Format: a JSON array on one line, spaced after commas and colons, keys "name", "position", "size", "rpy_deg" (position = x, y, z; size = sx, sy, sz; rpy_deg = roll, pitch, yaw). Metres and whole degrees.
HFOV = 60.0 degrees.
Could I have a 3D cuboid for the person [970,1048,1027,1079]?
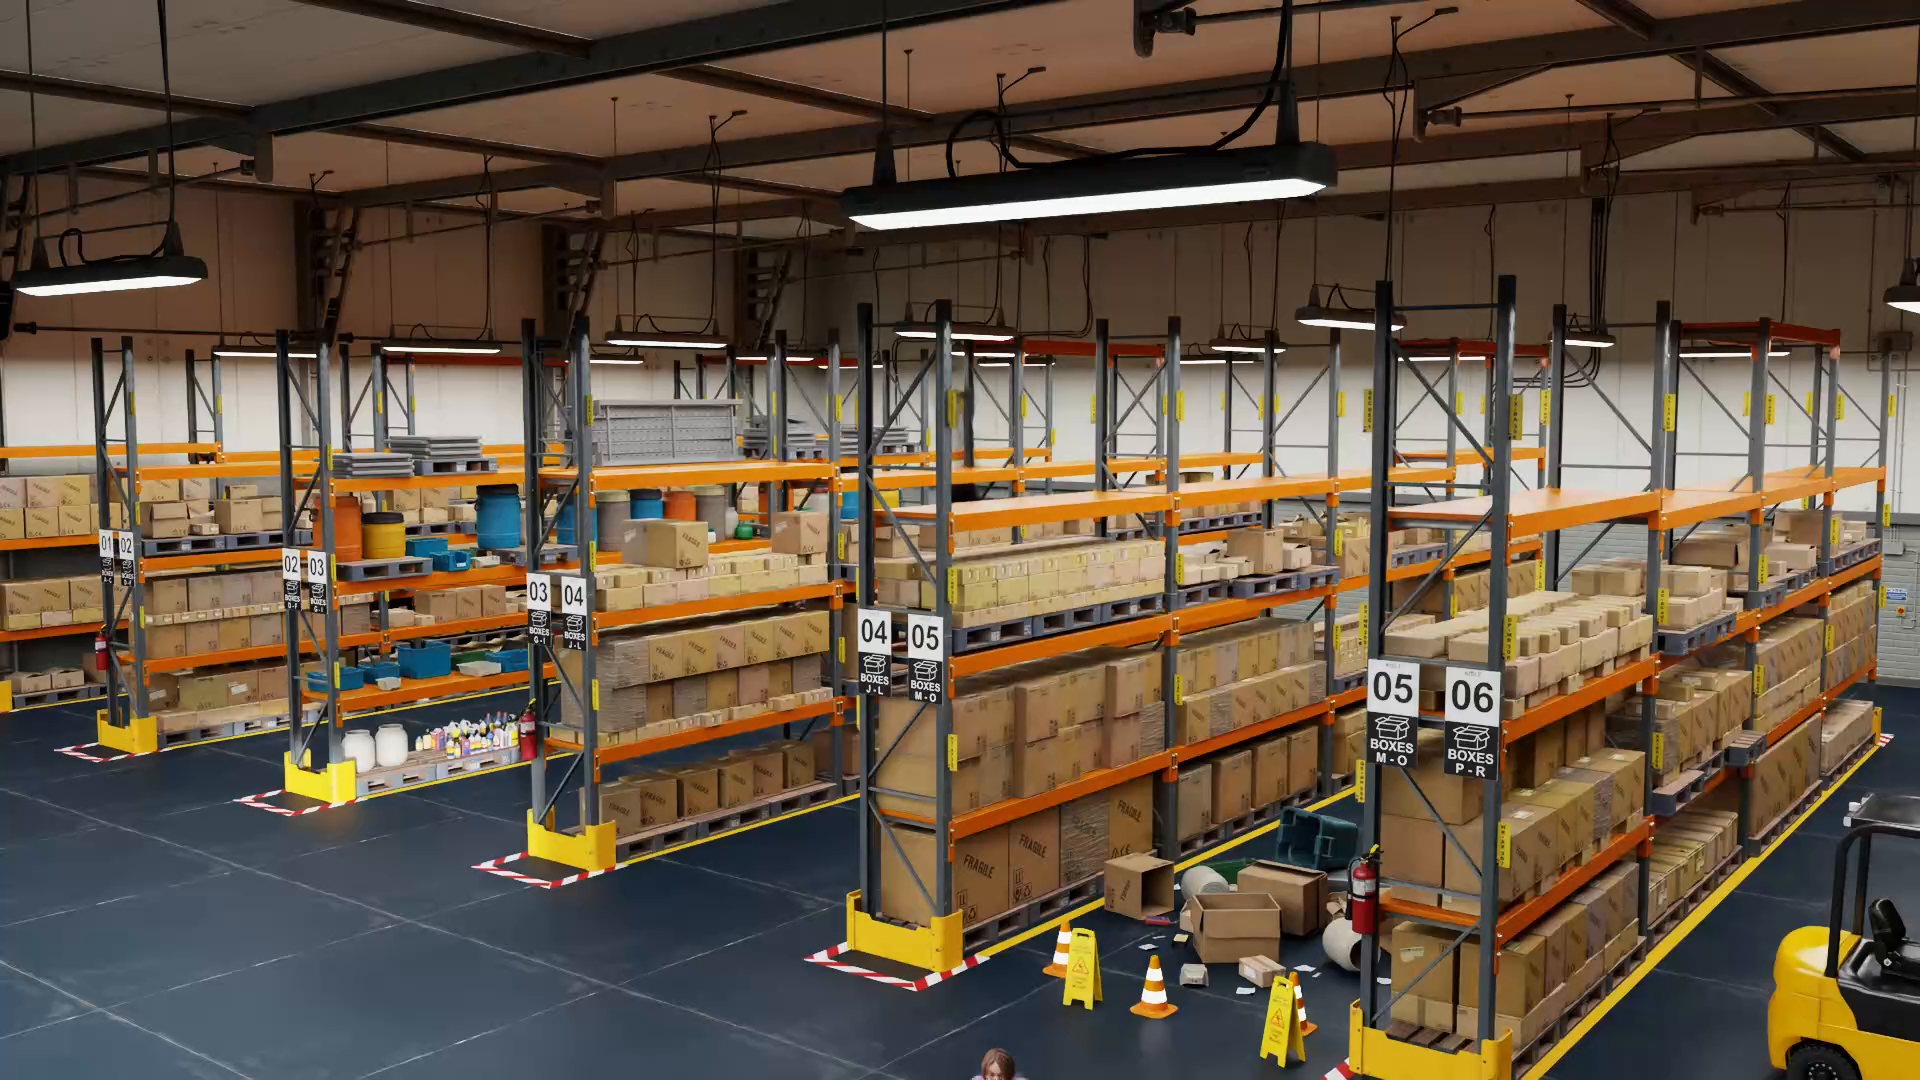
[{"name": "person", "position": [0.228, 3.599, 9.604], "size": [0.532, 1.522, 0.716], "rpy_deg": [0, 5, 2]}]
